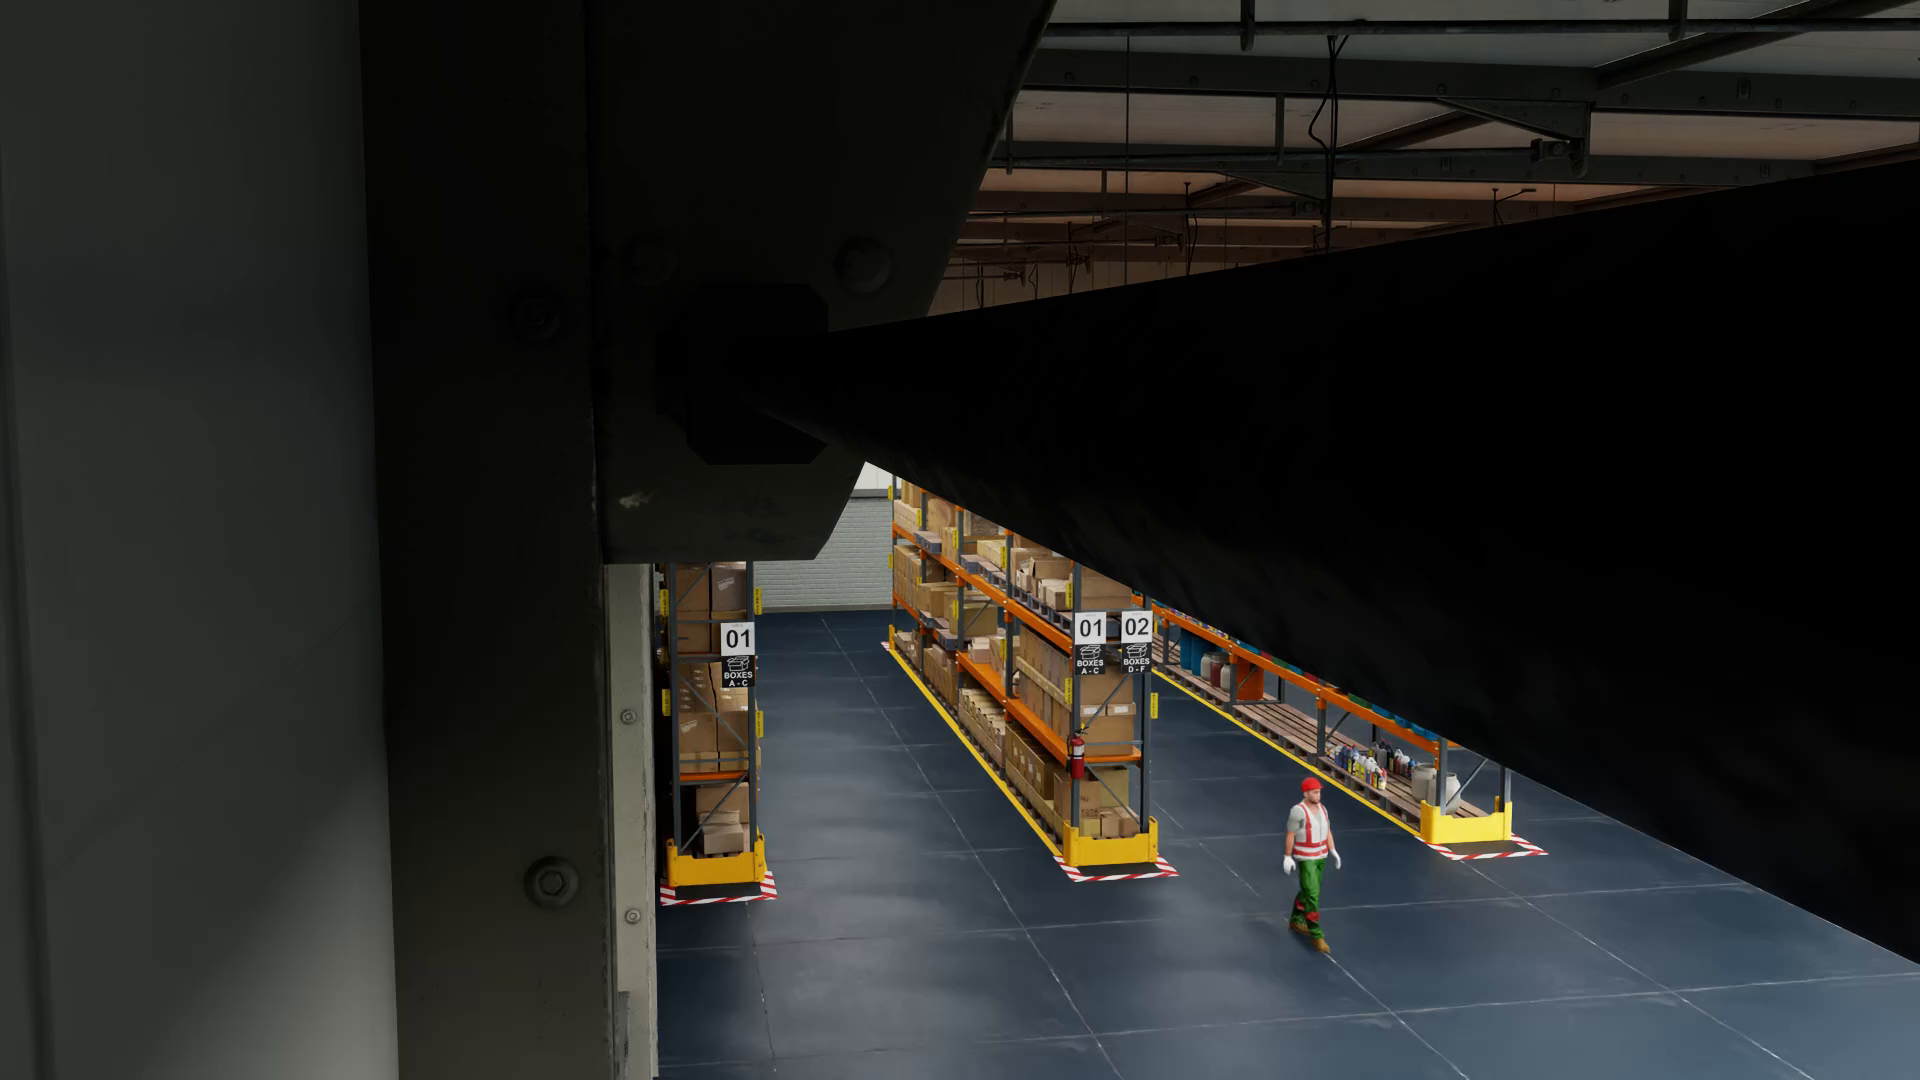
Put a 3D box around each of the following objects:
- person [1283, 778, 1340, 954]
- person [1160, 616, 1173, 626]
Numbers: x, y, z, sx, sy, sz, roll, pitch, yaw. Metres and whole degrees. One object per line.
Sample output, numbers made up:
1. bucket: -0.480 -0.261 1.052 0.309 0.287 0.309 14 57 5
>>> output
1. person: 3.876 3.492 18.125 0.556 1.801 0.752 -5 8 -40
2. person: 4.685 1.215 39.654 0.834 1.661 0.491 1 6 9
